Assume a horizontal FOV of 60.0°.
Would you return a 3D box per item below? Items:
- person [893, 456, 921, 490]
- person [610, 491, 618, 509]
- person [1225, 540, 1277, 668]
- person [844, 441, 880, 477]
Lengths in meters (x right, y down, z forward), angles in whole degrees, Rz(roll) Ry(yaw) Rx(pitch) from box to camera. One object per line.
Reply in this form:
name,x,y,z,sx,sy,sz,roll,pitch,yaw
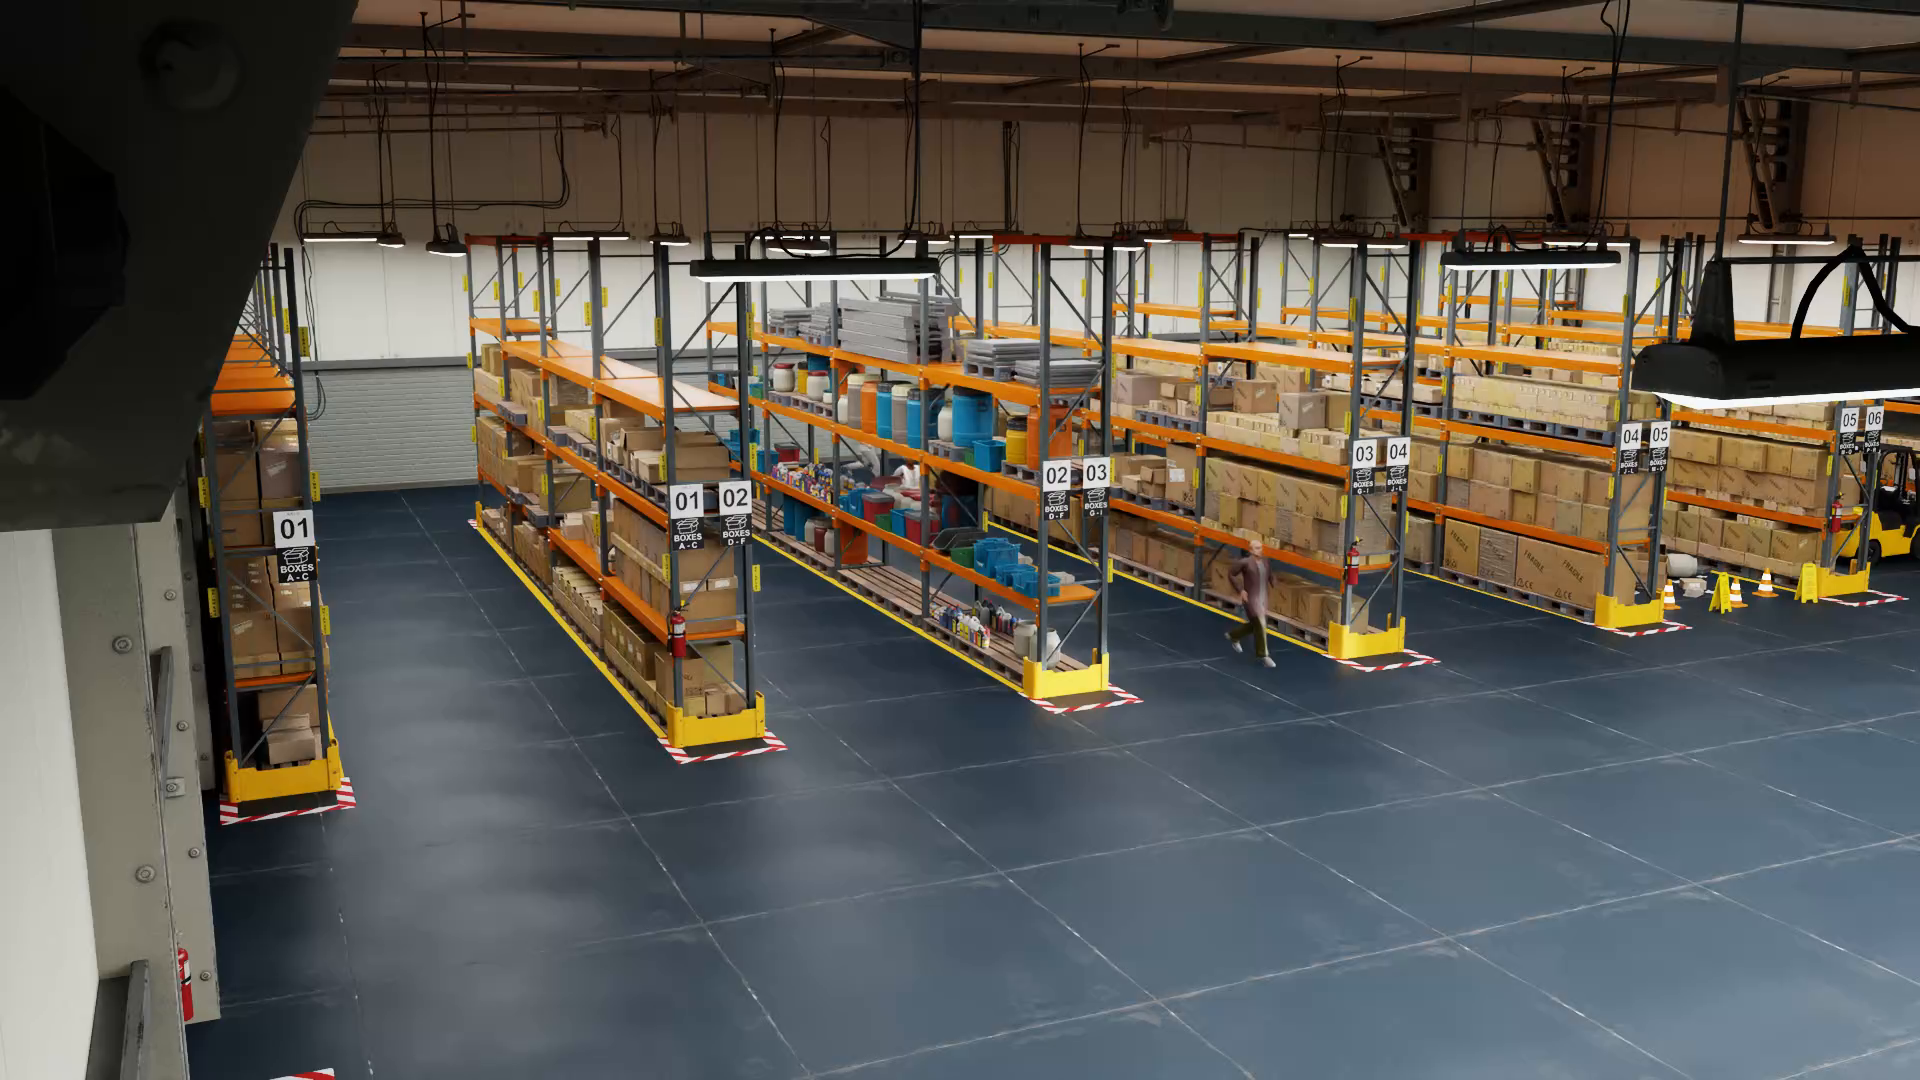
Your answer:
person,-1.015,-0.893,33.195,0.681,1.755,0.753,-7,13,-31
person,-7.010,-1.047,33.866,0.652,1.730,0.684,-9,14,-38
person,4.230,0.872,23.968,0.692,1.794,0.980,-8,14,-37
person,-2.265,-2.171,39.881,1.029,1.780,0.643,-1,11,-4
